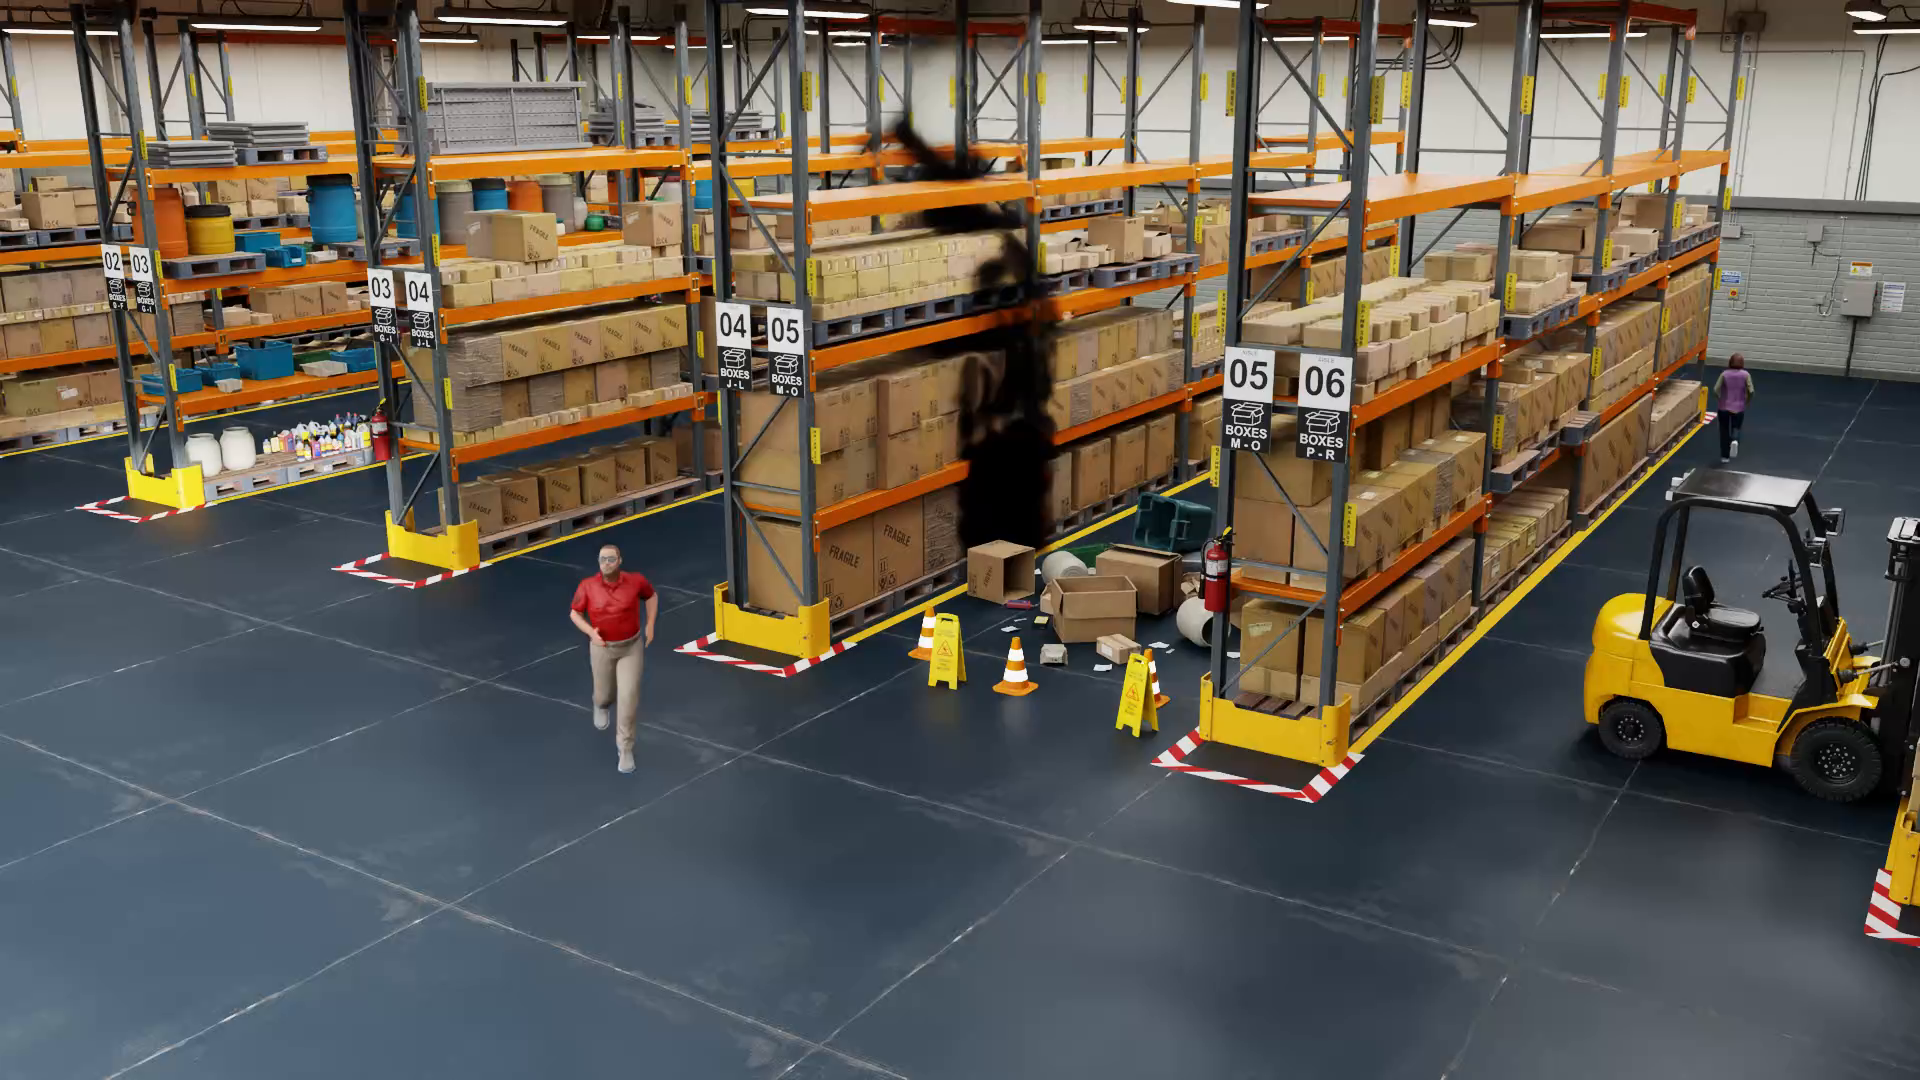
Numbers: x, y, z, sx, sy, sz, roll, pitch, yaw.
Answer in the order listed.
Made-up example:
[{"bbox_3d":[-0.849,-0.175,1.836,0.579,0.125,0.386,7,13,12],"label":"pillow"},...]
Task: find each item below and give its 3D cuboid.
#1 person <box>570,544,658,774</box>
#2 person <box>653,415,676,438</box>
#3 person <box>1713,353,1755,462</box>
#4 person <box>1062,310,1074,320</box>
[{"bbox_3d":[-2.681,0.858,12.997,0.672,1.726,0.925,-3,16,-11],"label":"person"},{"bbox_3d":[-4.215,-2.028,23.370,0.579,1.657,0.923,7,17,22],"label":"person"},{"bbox_3d":[10.589,-1.795,22.786,0.496,1.542,0.560,7,17,23],"label":"person"},{"bbox_3d":[1.684,-2.836,26.218,0.562,1.689,0.912,9,18,29],"label":"person"}]
